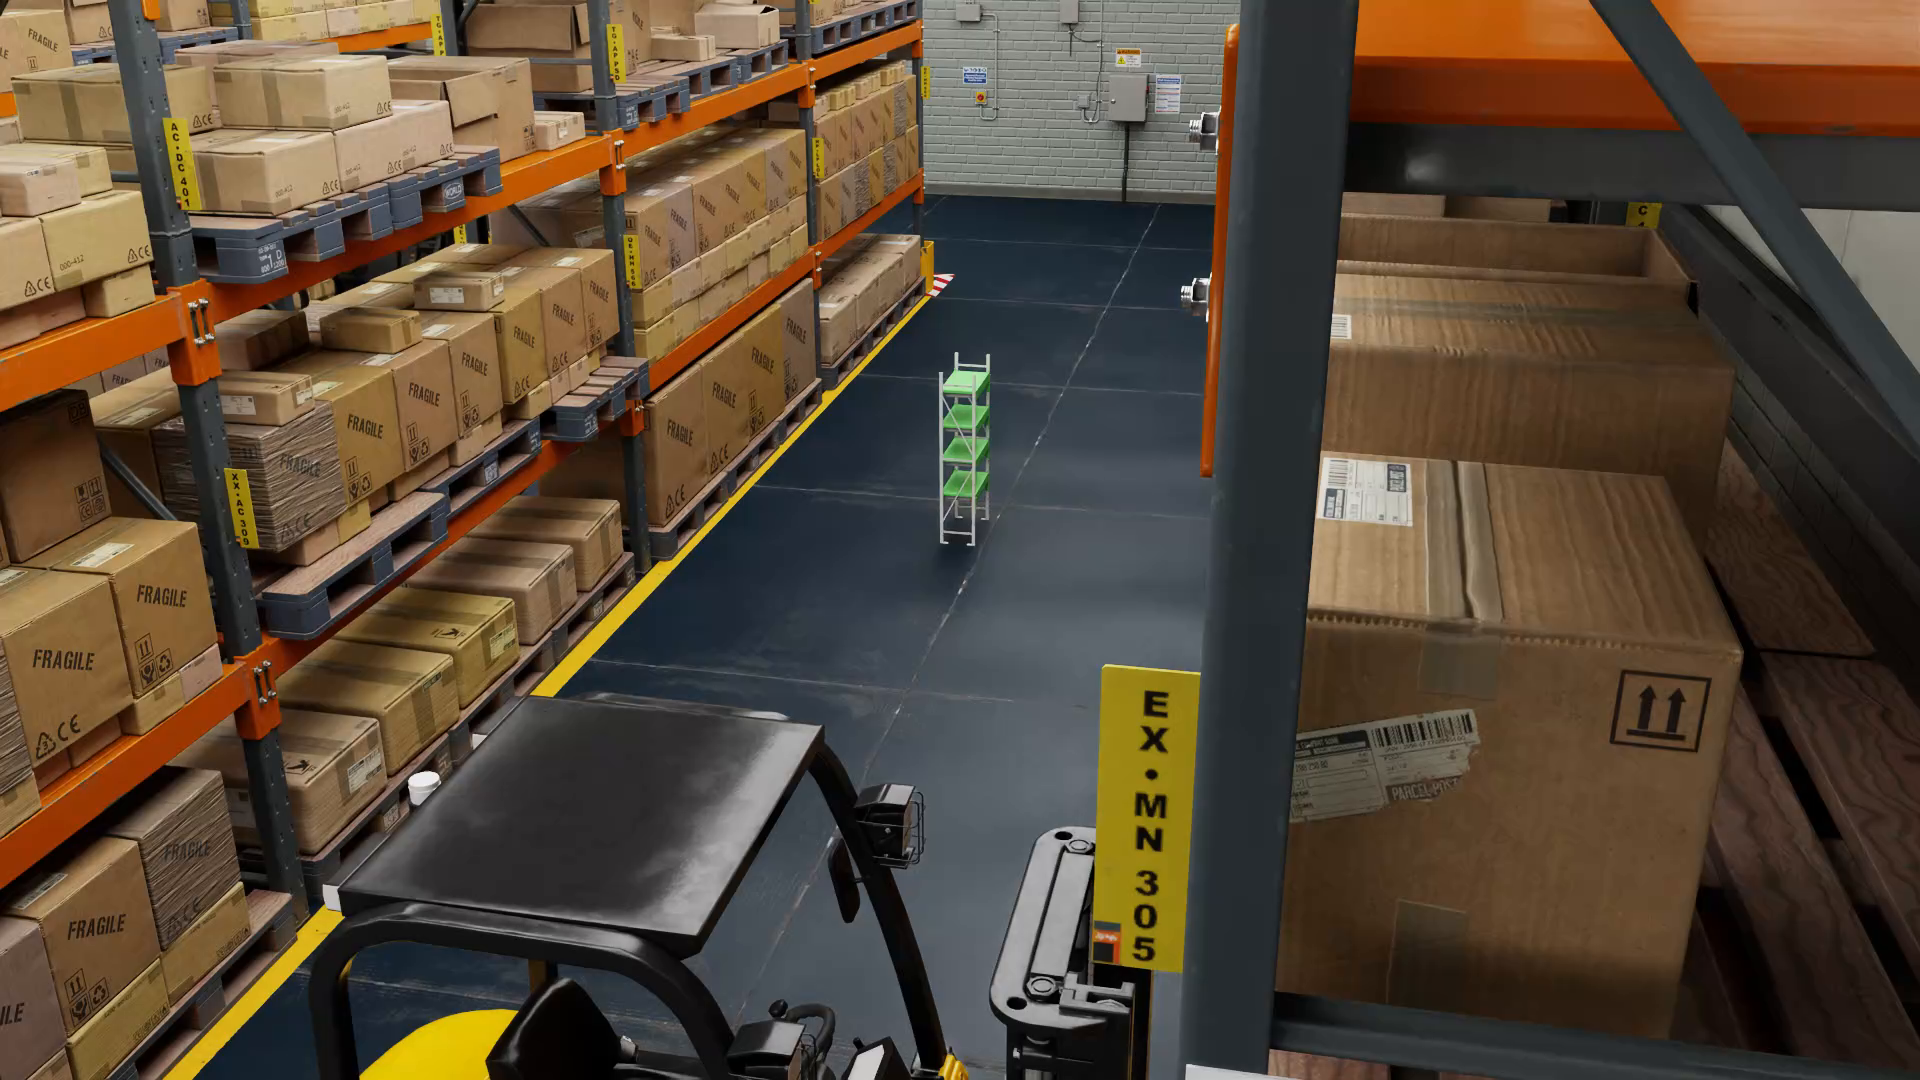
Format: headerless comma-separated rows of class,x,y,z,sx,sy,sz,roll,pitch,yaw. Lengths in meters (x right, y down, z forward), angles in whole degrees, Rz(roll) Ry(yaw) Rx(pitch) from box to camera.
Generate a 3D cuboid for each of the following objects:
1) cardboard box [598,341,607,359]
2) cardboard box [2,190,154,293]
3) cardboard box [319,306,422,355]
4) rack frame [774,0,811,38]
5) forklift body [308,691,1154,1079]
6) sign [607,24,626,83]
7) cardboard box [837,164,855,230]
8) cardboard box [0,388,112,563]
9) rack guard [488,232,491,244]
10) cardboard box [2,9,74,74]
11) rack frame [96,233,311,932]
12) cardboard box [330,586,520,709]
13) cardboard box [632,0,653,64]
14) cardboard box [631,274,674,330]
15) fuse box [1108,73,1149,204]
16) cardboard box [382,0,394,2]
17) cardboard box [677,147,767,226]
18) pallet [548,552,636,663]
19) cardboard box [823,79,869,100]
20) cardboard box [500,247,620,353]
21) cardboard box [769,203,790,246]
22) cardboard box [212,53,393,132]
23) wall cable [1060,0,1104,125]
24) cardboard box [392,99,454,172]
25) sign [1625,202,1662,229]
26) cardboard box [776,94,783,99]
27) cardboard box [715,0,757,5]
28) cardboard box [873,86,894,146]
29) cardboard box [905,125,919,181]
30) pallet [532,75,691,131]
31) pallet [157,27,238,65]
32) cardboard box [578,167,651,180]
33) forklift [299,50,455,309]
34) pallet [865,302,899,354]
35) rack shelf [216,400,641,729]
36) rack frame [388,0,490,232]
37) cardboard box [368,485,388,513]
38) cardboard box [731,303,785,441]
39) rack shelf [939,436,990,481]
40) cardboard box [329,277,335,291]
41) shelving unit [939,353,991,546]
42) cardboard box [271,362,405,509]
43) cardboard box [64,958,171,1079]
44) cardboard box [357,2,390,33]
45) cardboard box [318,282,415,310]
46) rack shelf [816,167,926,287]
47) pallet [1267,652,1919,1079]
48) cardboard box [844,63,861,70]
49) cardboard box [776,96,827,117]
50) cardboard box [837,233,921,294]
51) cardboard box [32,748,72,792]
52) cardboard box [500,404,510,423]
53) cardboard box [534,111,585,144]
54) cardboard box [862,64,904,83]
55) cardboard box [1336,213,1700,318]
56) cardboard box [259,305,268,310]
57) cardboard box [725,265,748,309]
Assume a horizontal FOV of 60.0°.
cardboard box,-2.356,-1.162,9.998,0.380,0.149,0.250,5,23,13
cardboard box,-3.163,-1.036,5.698,0.500,0.250,0.500,4,22,10
cardboard box,-2.773,-0.989,7.832,0.380,0.149,0.250,6,23,14
rack frame,-1.704,-5.467,12.884,1.000,3.000,0.127,4,22,11
forklift body,-0.691,1.642,4.397,2.313,2.155,1.214,4,22,11
sign,-1.989,-2.811,9.610,0.100,0.325,0.005,4,22,11
cardboard box,-1.245,-3.066,14.818,0.500,0.500,0.500,5,22,11
cardboard box,-3.638,-0.263,6.120,0.700,0.500,0.500,4,22,10
rack guard,-5.770,-3.301,18.880,1.175,0.500,0.348,4,22,11
cardboard box,-6.817,-3.555,12.017,0.500,0.500,0.500,4,22,11
rack frame,-3.336,0.241,6.740,1.000,3.000,0.127,4,22,11
cardboard box,-2.948,0.556,8.914,0.950,0.372,0.625,5,23,13
cardboard box,-2.444,-3.521,11.370,0.500,0.500,0.500,5,22,11
cardboard box,-2.175,-1.551,10.720,0.500,0.250,0.500,4,22,11
fuse box,2.267,-5.400,22.472,0.539,1.711,0.414,4,22,11
cardboard box,-5.809,-5.480,16.460,0.500,0.250,0.500,5,22,12
cardboard box,-1.770,-2.639,12.418,0.500,0.500,0.500,5,23,13
pallet,-2.681,0.357,10.184,1.003,0.211,1.213,4,22,11
cardboard box,-1.056,-4.147,15.295,0.380,0.149,0.250,5,22,11
cardboard box,-2.340,-1.413,9.754,0.500,0.500,0.500,4,22,9
cardboard box,-1.650,-2.484,13.037,0.500,0.250,0.500,5,22,12
cardboard box,-2.733,-1.874,6.945,0.500,0.250,0.500,4,22,10
wall cable,1.631,-6.579,22.314,0.588,1.984,0.122,4,22,11
cardboard box,-2.641,-1.830,7.506,0.500,0.250,0.500,4,22,10
sign,2.068,-1.008,5.028,0.100,0.325,0.005,4,22,11
cardboard box,-1.732,-3.811,14.461,0.380,0.149,0.250,4,22,11
cardboard box,-1.887,-4.513,14.012,0.396,0.266,0.258,5,23,13
cardboard box,-0.935,-4.089,16.020,0.500,0.500,0.500,4,22,11
cardboard box,-0.727,-3.997,17.130,0.500,0.500,0.500,5,22,11
pallet,-2.440,-2.765,10.442,1.213,0.211,1.003,6,23,13
pallet,-6.800,-4.112,13.784,1.213,0.211,1.003,4,22,11
cardboard box,-2.466,-2.310,11.603,0.500,0.500,0.500,4,22,11
forklift,-4.578,-2.239,12.990,1.130,2.935,3.031,6,23,14
pallet,-1.225,-2.111,16.312,1.003,0.211,1.213,4,22,11
rack shelf,-2.928,-0.157,8.690,1.077,0.370,4.000,4,22,11
rack frame,-5.754,-4.488,18.482,1.000,3.000,0.127,4,22,11
cardboard box,-2.872,-0.215,7.647,0.380,0.149,0.250,6,23,14
cardboard box,-1.929,-1.330,12.923,0.875,0.875,0.875,5,22,12
rack shelf,0.034,-0.558,11.304,0.258,0.148,0.480,4,22,11
cardboard box,-6.179,-2.476,15.944,0.380,0.149,0.250,4,22,10
shelving unit,0.034,-0.617,11.280,0.258,1.200,0.503,4,22,11
cardboard box,-2.858,-0.471,7.413,0.500,0.500,0.500,5,22,11
cardboard box,-3.292,1.754,6.102,0.500,0.250,0.500,4,22,9
cardboard box,-5.888,-5.060,16.087,0.500,0.250,0.500,5,23,13
cardboard box,-3.040,-1.068,8.896,0.500,0.500,0.500,5,22,12
rack shelf,-1.296,-3.082,15.955,1.077,0.370,4.000,4,22,11
pallet,0.877,0.474,2.264,1.003,0.211,1.213,4,22,11
cardboard box,-1.215,-4.749,16.788,0.380,0.149,0.250,5,22,12
cardboard box,-1.349,-3.686,14.151,0.380,0.149,0.250,5,22,12
cardboard box,-0.924,-2.905,17.419,0.875,0.438,0.875,4,22,9
cardboard box,-3.342,0.770,5.764,0.380,0.149,0.250,4,22,10
cardboard box,-2.624,-0.688,8.820,0.380,0.149,0.250,5,22,11
cardboard box,-2.379,-2.365,9.533,0.380,0.149,0.250,4,22,11
cardboard box,-0.763,-4.617,16.461,0.380,0.149,0.250,4,22,10
cardboard box,1.023,-0.358,3.378,0.797,0.503,0.637,5,23,13
cardboard box,-6.774,-2.275,15.842,0.380,0.149,0.250,3,22,8
cardboard box,-1.876,-1.873,12.190,0.500,0.250,0.500,4,22,11
